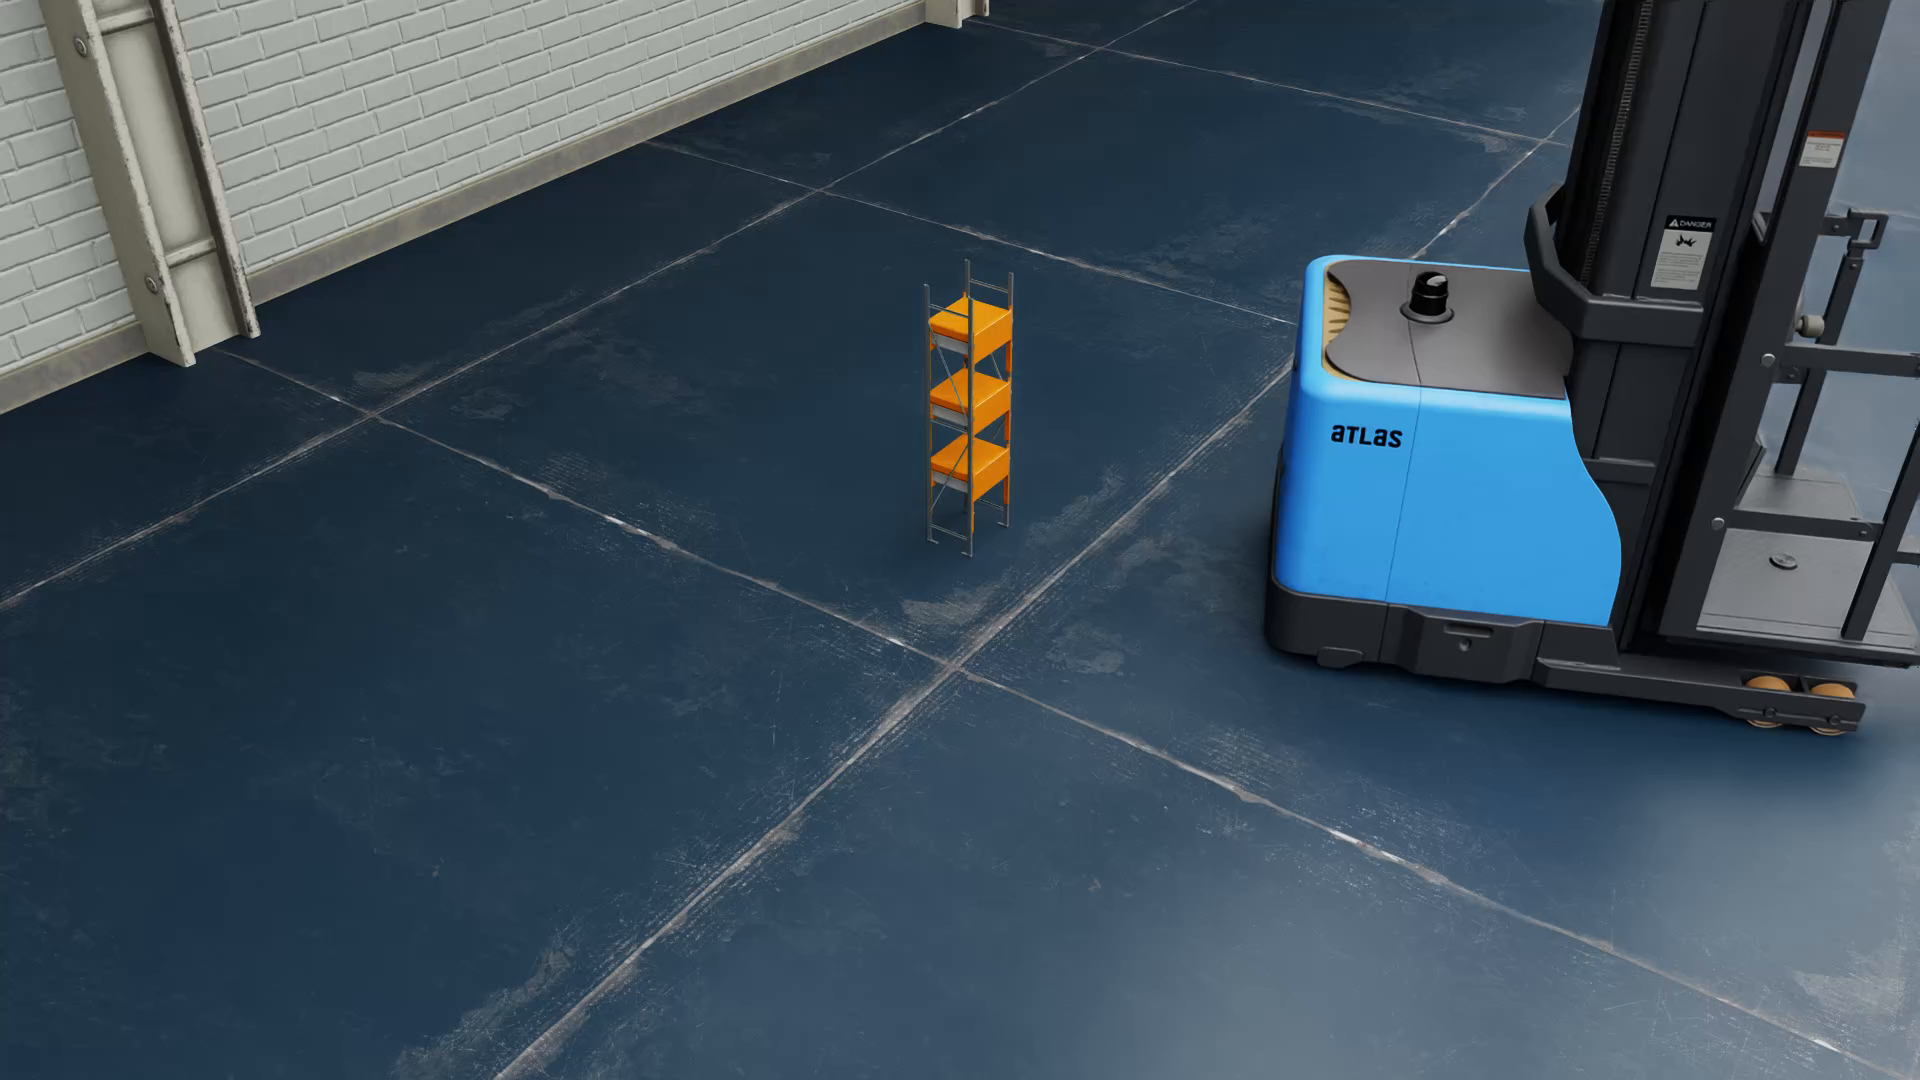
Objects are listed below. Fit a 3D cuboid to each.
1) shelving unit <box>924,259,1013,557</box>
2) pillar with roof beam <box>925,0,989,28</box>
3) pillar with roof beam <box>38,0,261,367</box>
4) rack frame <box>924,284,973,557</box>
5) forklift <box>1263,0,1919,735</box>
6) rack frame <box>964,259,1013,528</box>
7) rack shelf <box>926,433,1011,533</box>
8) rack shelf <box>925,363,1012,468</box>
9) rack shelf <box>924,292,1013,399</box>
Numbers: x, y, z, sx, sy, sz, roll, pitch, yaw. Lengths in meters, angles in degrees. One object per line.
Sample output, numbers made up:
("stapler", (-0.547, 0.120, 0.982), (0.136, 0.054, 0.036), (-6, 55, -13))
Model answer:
("shelving unit", (0.031, -0.460, 5.992), (0.215, 1.050, 0.252), (21, 39, 28))
("pillar with roof beam", (3.506, -6.020, 7.118), (9.100, 9.000, 0.400), (21, 39, 28))
("pillar with roof beam", (0.085, -3.258, 3.035), (9.100, 9.000, 0.400), (21, 39, 28))
("rack frame", (-0.039, -0.403, 5.909), (0.200, 1.050, 0.008), (21, 39, 28))
("forklift", (2.601, -0.914, 4.985), (3.031, 2.935, 1.130), (6, 35, 9))
("rack frame", (0.100, -0.516, 6.075), (0.200, 1.050, 0.008), (21, 39, 28))
("rack shelf", (0.031, -0.221, 6.154), (0.215, 0.259, 0.240), (21, 39, 28))
("rack shelf", (0.031, -0.451, 5.998), (0.215, 0.259, 0.240), (21, 39, 28))
("rack shelf", (0.031, -0.686, 5.839), (0.215, 0.259, 0.240), (21, 39, 28))
